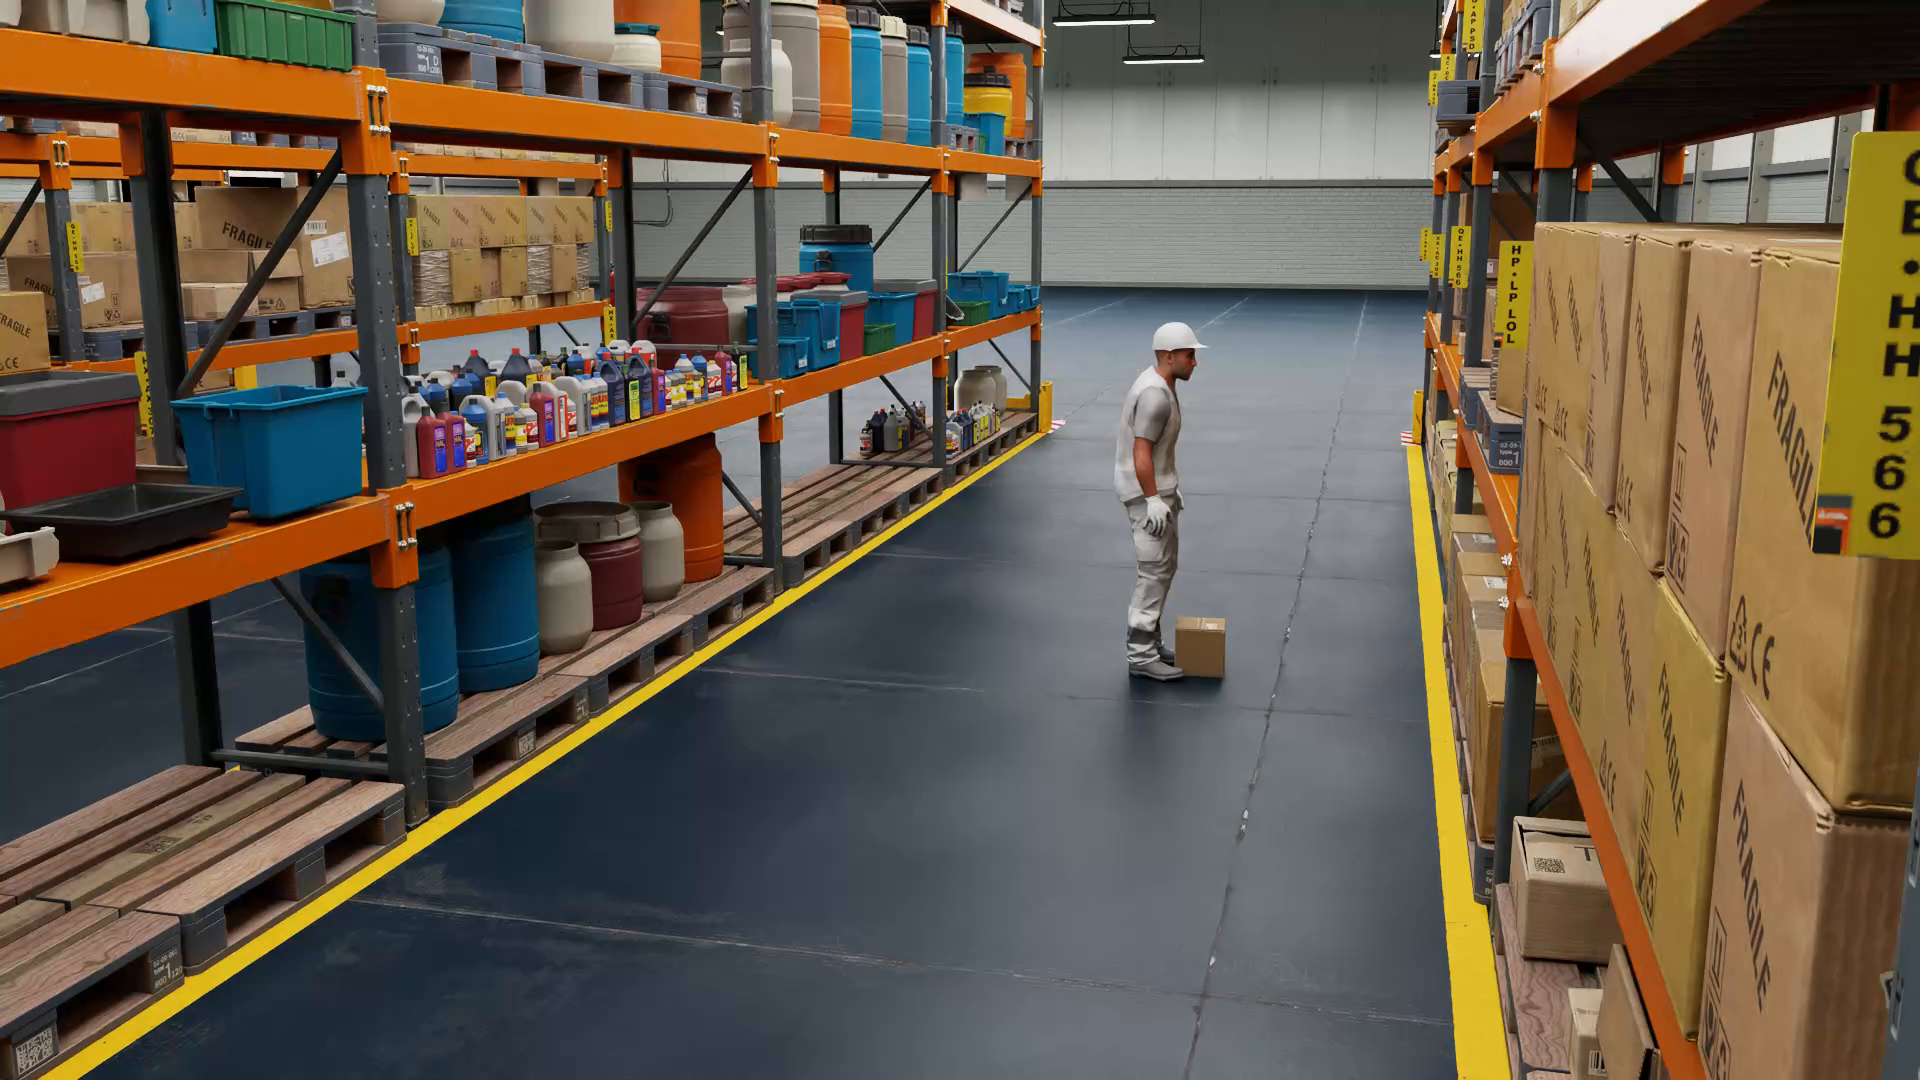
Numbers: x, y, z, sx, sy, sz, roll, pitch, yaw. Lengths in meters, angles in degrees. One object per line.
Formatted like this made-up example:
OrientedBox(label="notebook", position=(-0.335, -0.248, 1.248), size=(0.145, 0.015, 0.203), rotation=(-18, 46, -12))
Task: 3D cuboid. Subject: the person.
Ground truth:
OrientedBox(label="person", position=(1.011, -0.209, 8.448), size=(0.448, 1.780, 0.609), rotation=(3, 12, 14))
